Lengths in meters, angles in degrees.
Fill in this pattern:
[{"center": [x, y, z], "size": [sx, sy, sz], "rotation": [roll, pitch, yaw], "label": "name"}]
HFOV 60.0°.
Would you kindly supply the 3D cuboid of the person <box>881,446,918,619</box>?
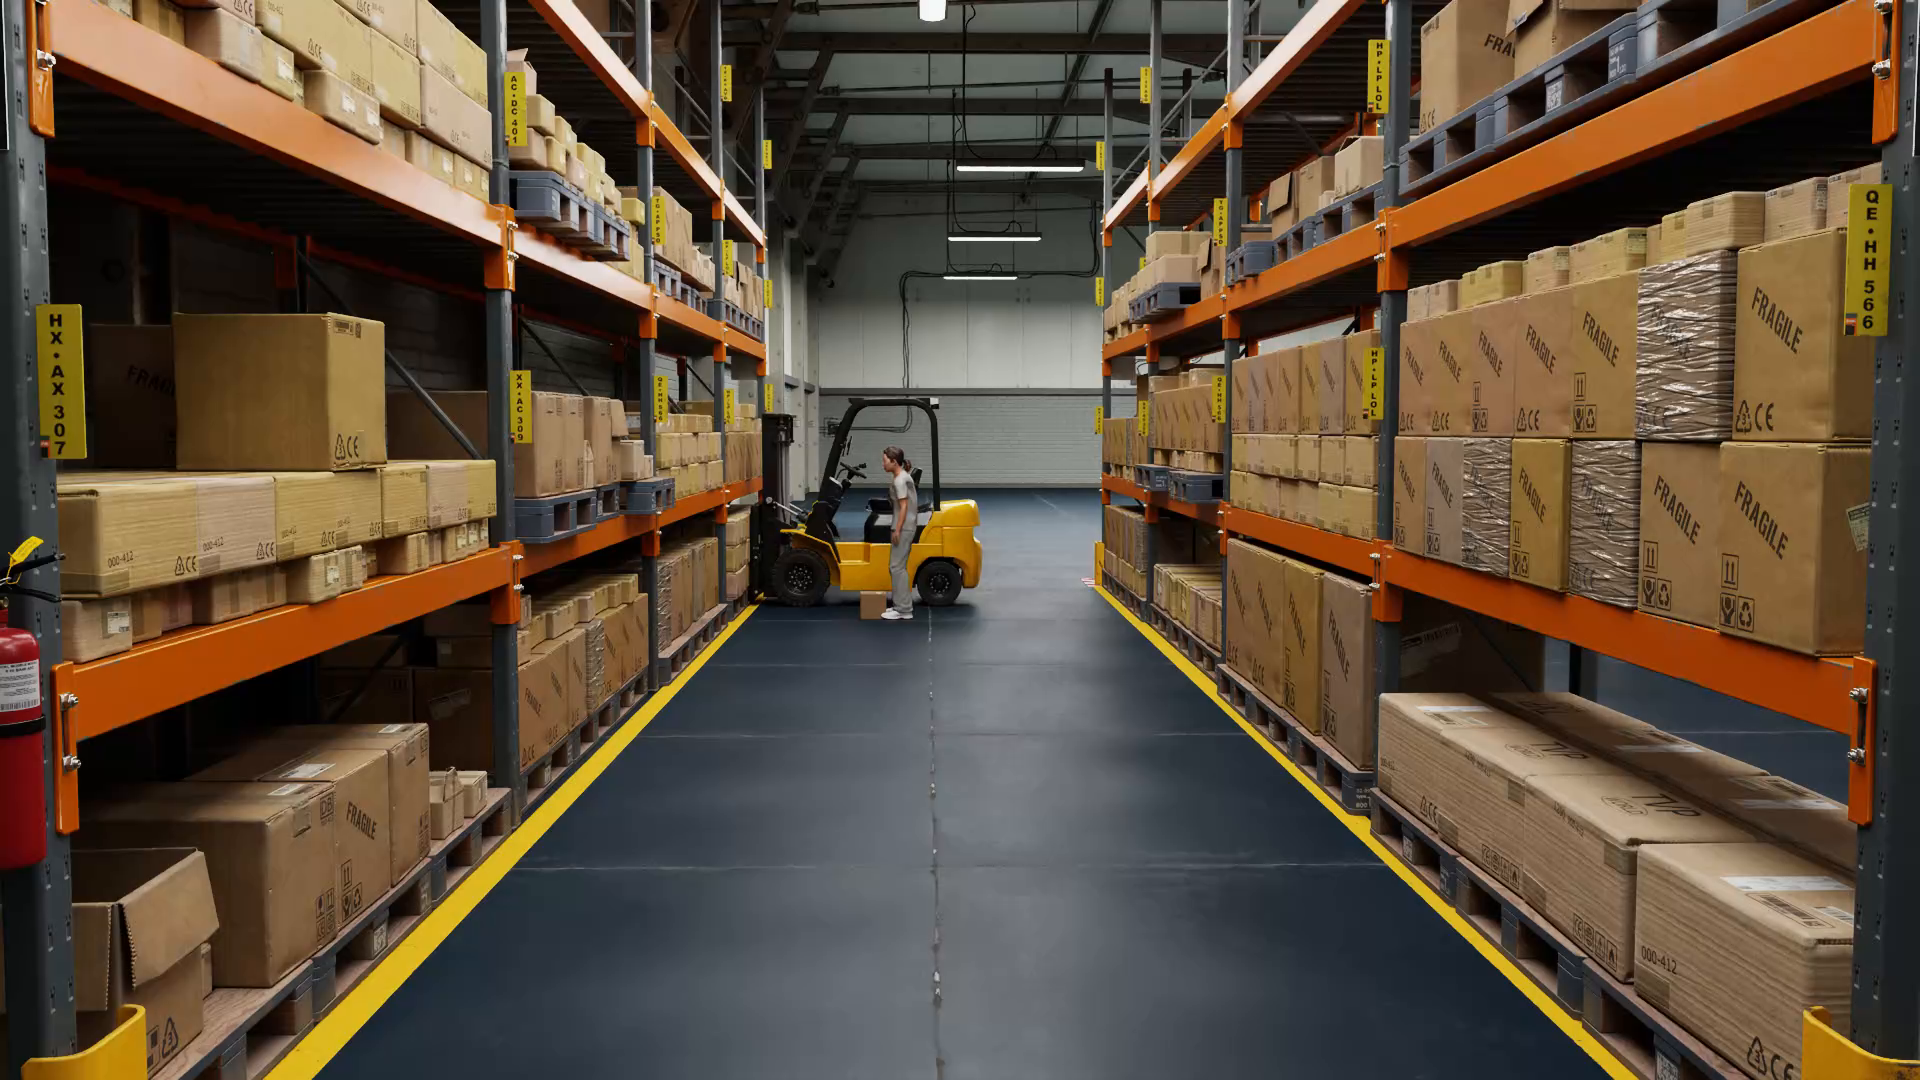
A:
[{"center": [-0.589, -0.078, 16.119], "size": [0.358, 1.672, 0.485], "rotation": [0, 4, -2], "label": "person"}]
